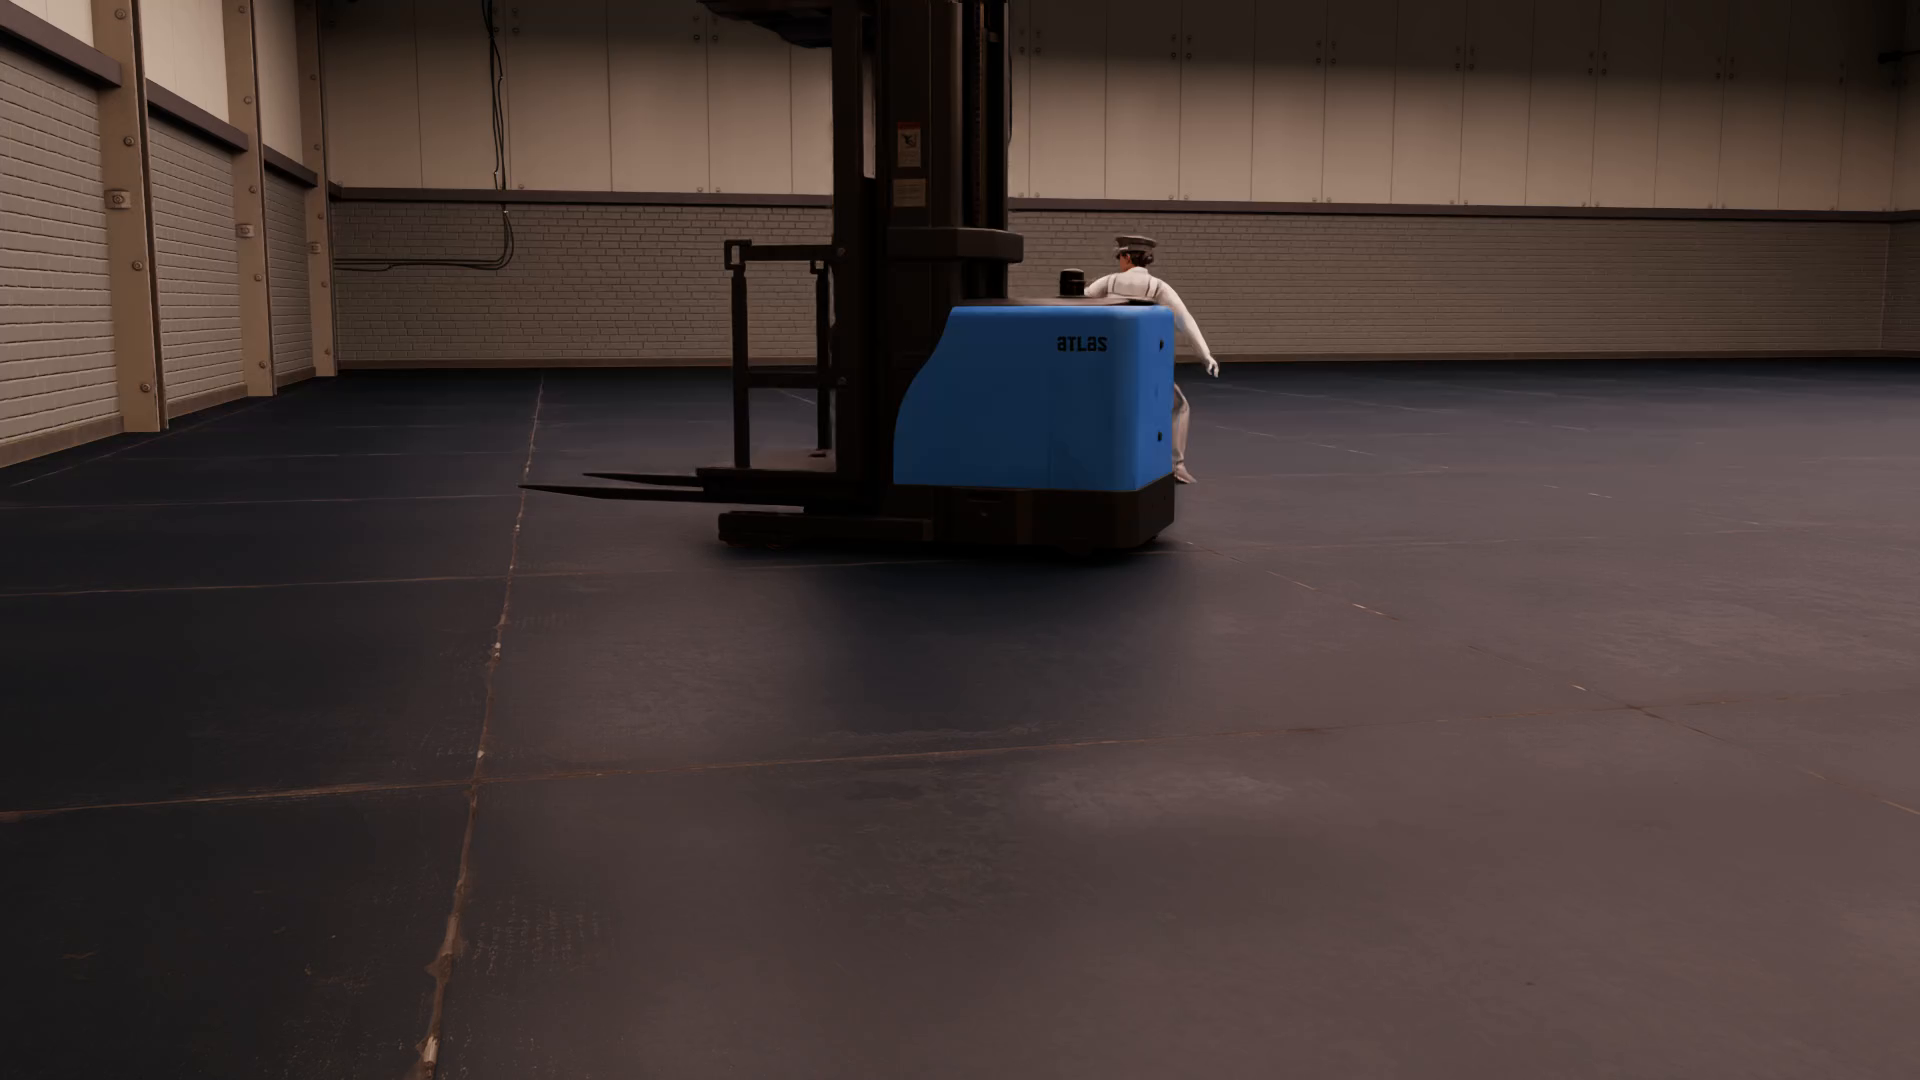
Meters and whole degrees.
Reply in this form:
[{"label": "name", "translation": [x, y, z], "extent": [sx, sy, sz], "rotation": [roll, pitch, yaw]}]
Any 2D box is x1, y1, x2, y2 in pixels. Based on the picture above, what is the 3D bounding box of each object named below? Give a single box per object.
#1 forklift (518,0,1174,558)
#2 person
[{"label": "forklift", "translation": [-0.572, -1.471, 7.645], "extent": [3.031, 2.935, 1.130], "rotation": [2, 8, 17]}, {"label": "person", "translation": [1.079, -1.082, 10.193], "extent": [1.080, 1.557, 0.453], "rotation": [3, 9, 23]}]
